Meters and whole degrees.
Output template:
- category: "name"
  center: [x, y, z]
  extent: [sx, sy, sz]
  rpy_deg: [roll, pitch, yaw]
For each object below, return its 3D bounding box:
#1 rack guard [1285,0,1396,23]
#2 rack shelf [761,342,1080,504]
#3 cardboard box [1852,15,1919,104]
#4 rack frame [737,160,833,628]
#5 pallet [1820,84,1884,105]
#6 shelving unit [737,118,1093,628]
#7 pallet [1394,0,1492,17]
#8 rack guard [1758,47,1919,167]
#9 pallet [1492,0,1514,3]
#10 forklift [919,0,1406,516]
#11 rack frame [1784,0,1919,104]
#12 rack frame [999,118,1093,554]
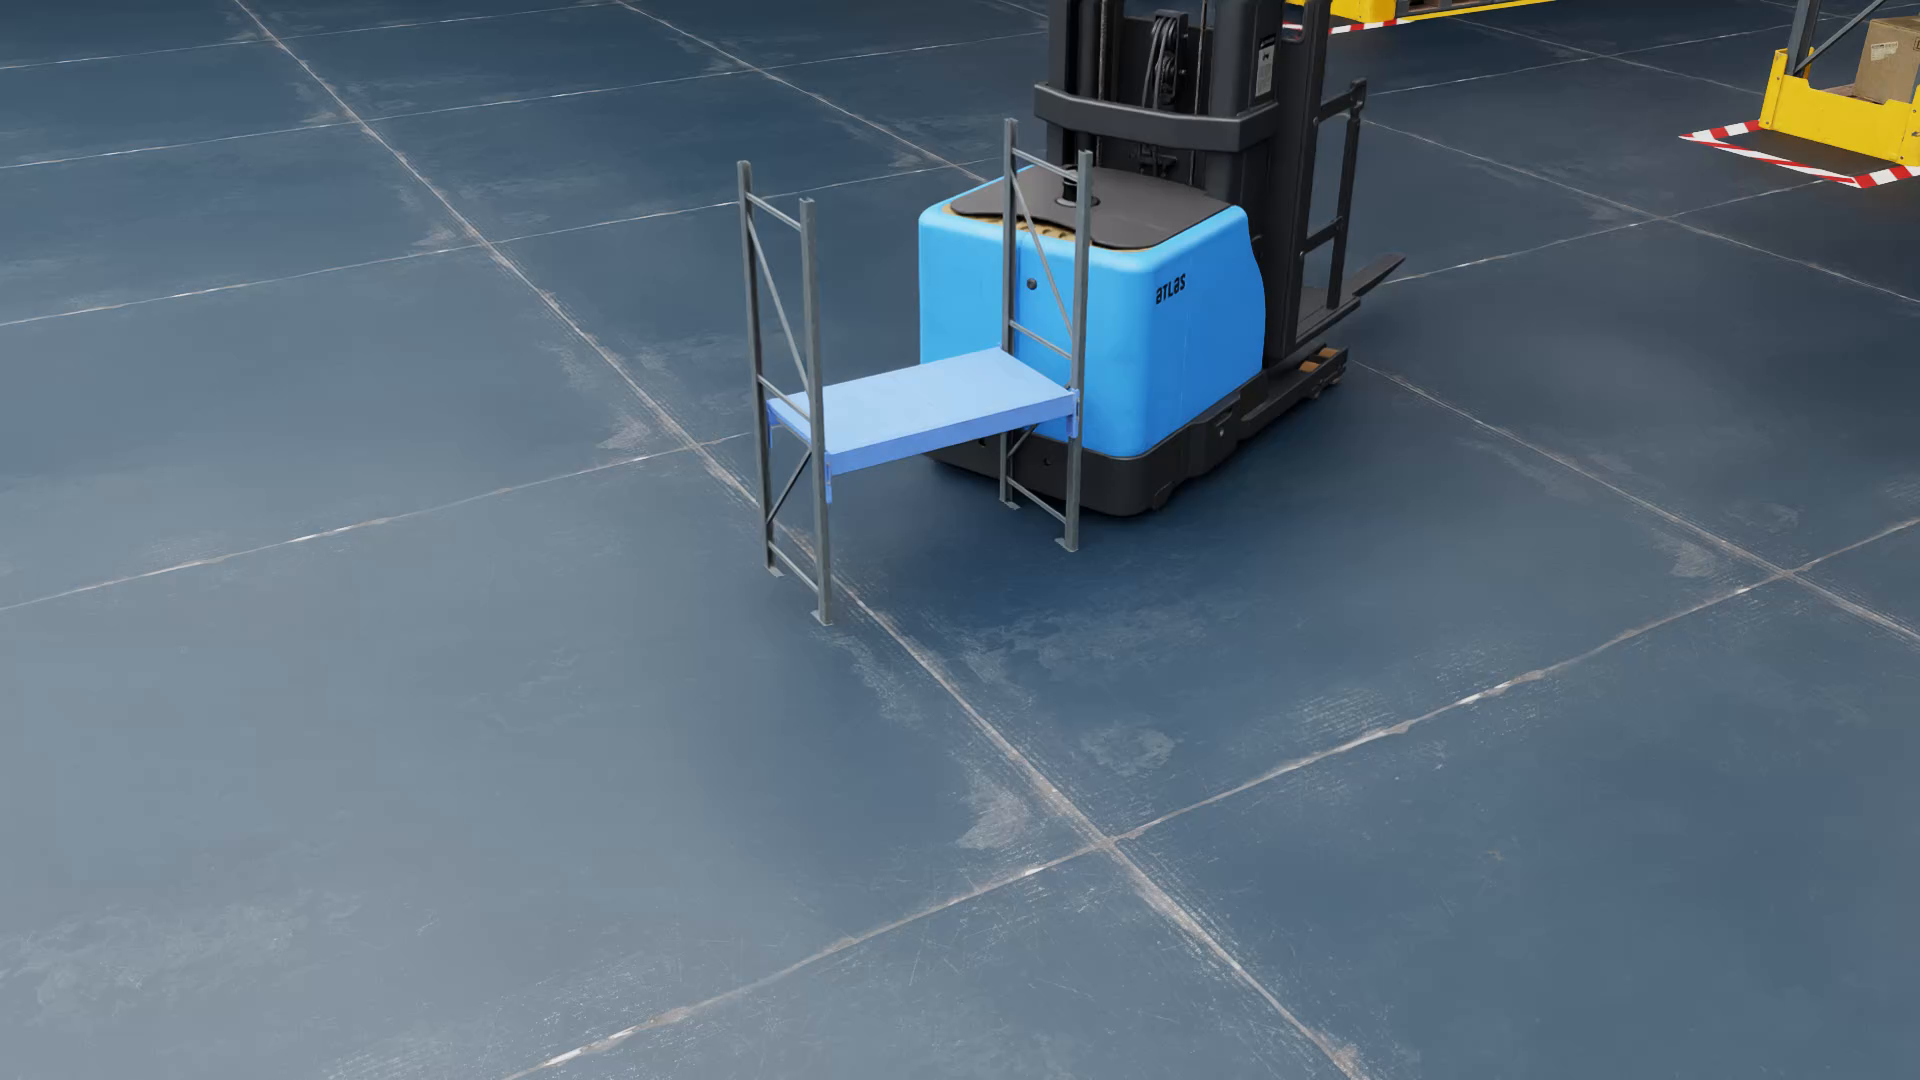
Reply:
- category: "rack guard"
  center: [3.354, -4.940, 14.685]
  extent: [0.348, 0.500, 1.175]
  rpy_deg: [-16, 33, -26]
- category: "rack shelf"
  center: [-0.141, -0.430, 5.849]
  extent: [1.000, 0.185, 0.538]
  rpy_deg: [-16, 33, -27]
- category: "cardboard box"
  center: [6.368, -3.169, 11.040]
  extent: [0.500, 0.500, 0.500]
  rpy_deg: [-10, 30, -17]
- category: "rack frame"
  center: [-0.577, -0.461, 5.533]
  extent: [0.032, 1.500, 0.500]
  rpy_deg: [-16, 33, -27]
- category: "pallet"
  center: [6.605, -2.915, 11.314]
  extent: [1.213, 0.211, 1.003]
  rpy_deg: [-16, 33, -26]
- category: "shelving unit"
  center: [-0.141, -0.587, 5.762]
  extent: [1.048, 1.500, 0.538]
  rpy_deg: [-16, 33, -27]
- category: "pallet"
  center: [4.057, -5.011, 15.111]
  extent: [1.213, 0.211, 1.003]
  rpy_deg: [-16, 33, -26]
- category: "rack guard"
  center: [5.887, -2.857, 10.910]
  extent: [0.348, 0.500, 1.175]
  rpy_deg: [-16, 33, -26]
- category: "pallet"
  center: [5.107, -5.307, 15.648]
  extent: [1.213, 0.211, 1.003]
  rpy_deg: [-16, 33, -26]
- category: "forklift"
  center: [1.096, -2.031, 6.898]
  extent: [1.130, 2.935, 3.031]
  rpy_deg: [19, 34, 31]
- category: "rack frame"
  center: [5.821, -3.933, 10.273]
  extent: [0.127, 3.000, 1.000]
  rpy_deg: [-16, 33, -26]
- category: "rack frame"
  center: [0.296, -0.713, 5.990]
  extent: [0.032, 1.500, 0.500]
  rpy_deg: [-16, 33, -27]
